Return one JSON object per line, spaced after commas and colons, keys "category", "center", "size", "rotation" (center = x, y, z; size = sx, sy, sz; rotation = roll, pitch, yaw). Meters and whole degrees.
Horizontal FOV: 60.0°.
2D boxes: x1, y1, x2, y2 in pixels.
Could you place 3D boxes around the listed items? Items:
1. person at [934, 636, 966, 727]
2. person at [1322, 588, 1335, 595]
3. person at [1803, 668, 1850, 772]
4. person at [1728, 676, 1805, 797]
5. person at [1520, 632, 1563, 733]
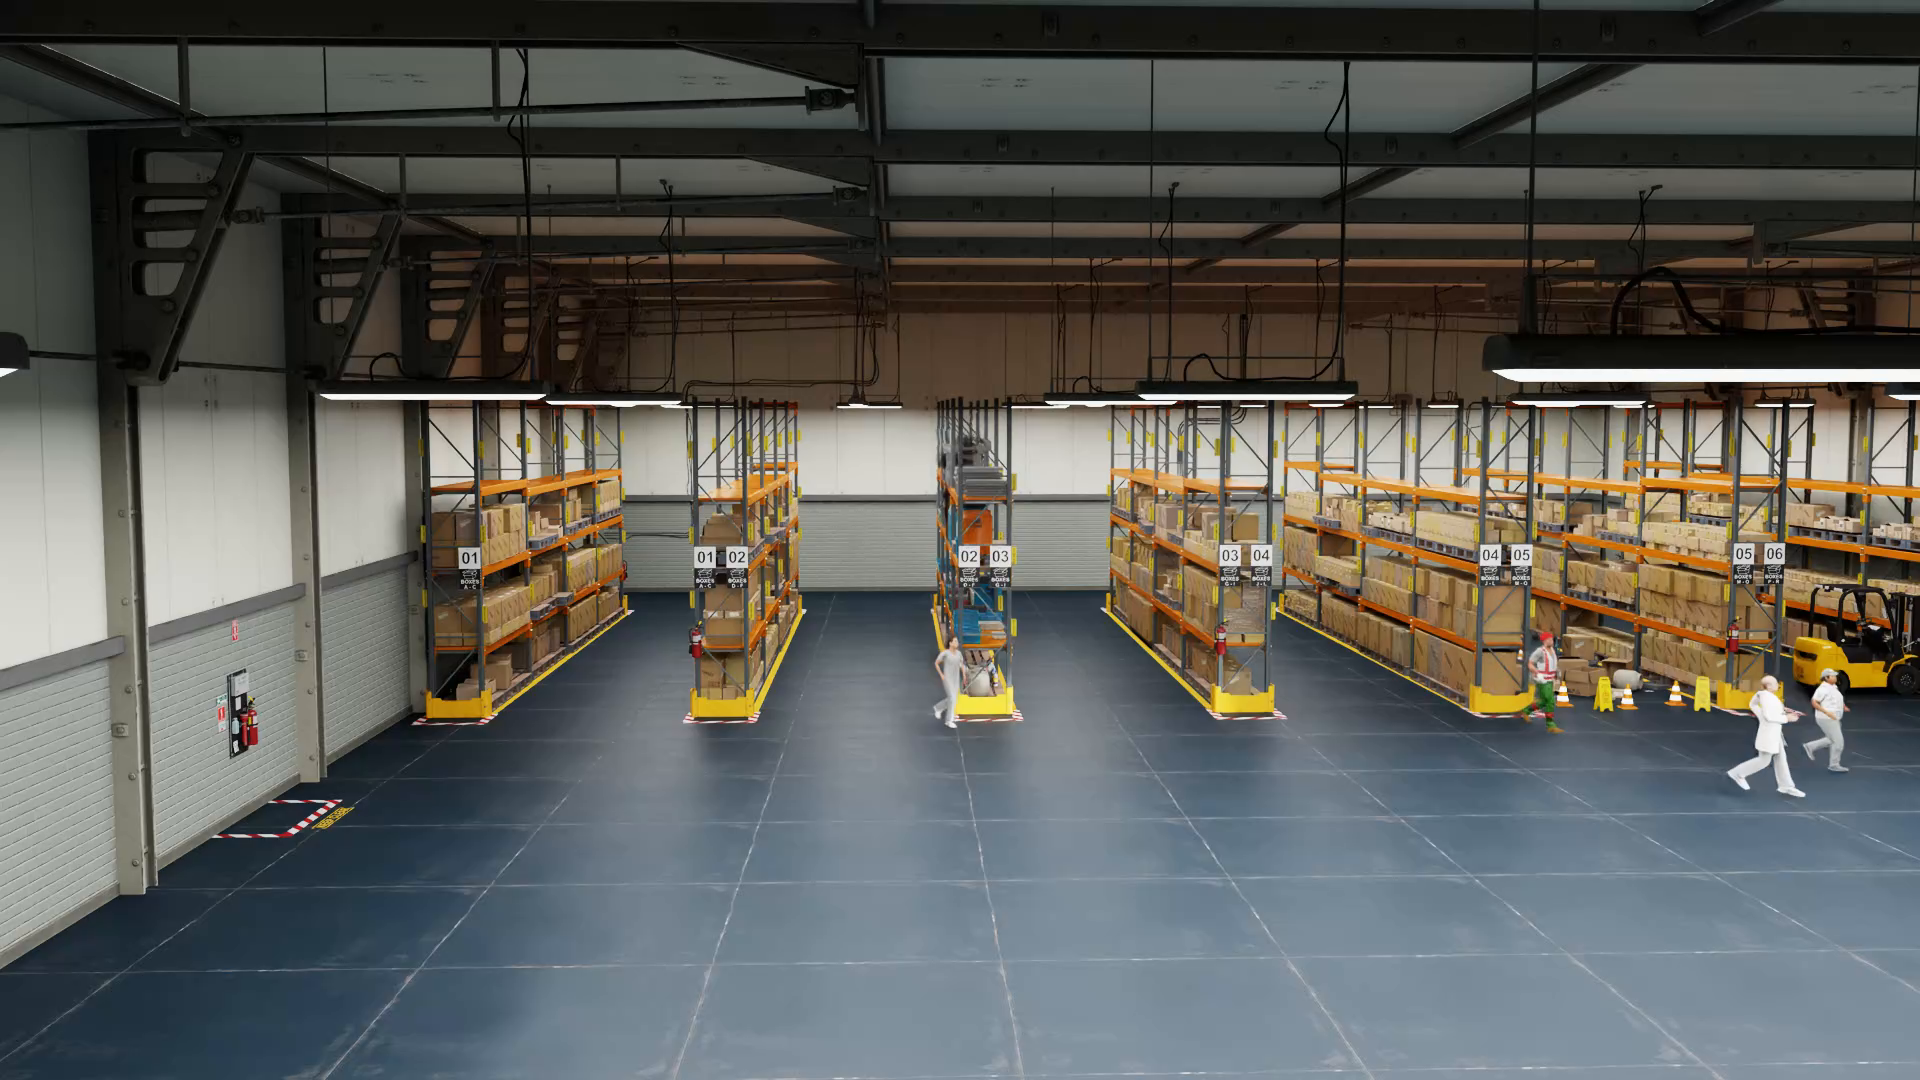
{"category": "person", "center": [-0.190, 2.566, 30.462], "size": [0.606, 1.643, 0.680], "rotation": [-4, 6, -39]}
{"category": "person", "center": [10.847, 1.121, 48.956], "size": [0.549, 1.672, 0.641], "rotation": [-1, 4, -7]}
{"category": "person", "center": [13.861, 2.857, 26.583], "size": [0.616, 1.624, 0.718], "rotation": [-4, 6, -45]}
{"category": "person", "center": [12.014, 2.905, 24.722], "size": [1.049, 1.781, 0.710], "rotation": [2, 5, 27]}
{"category": "person", "center": [10.430, 2.521, 29.760], "size": [0.652, 1.775, 0.870], "rotation": [-4, 6, -40]}
